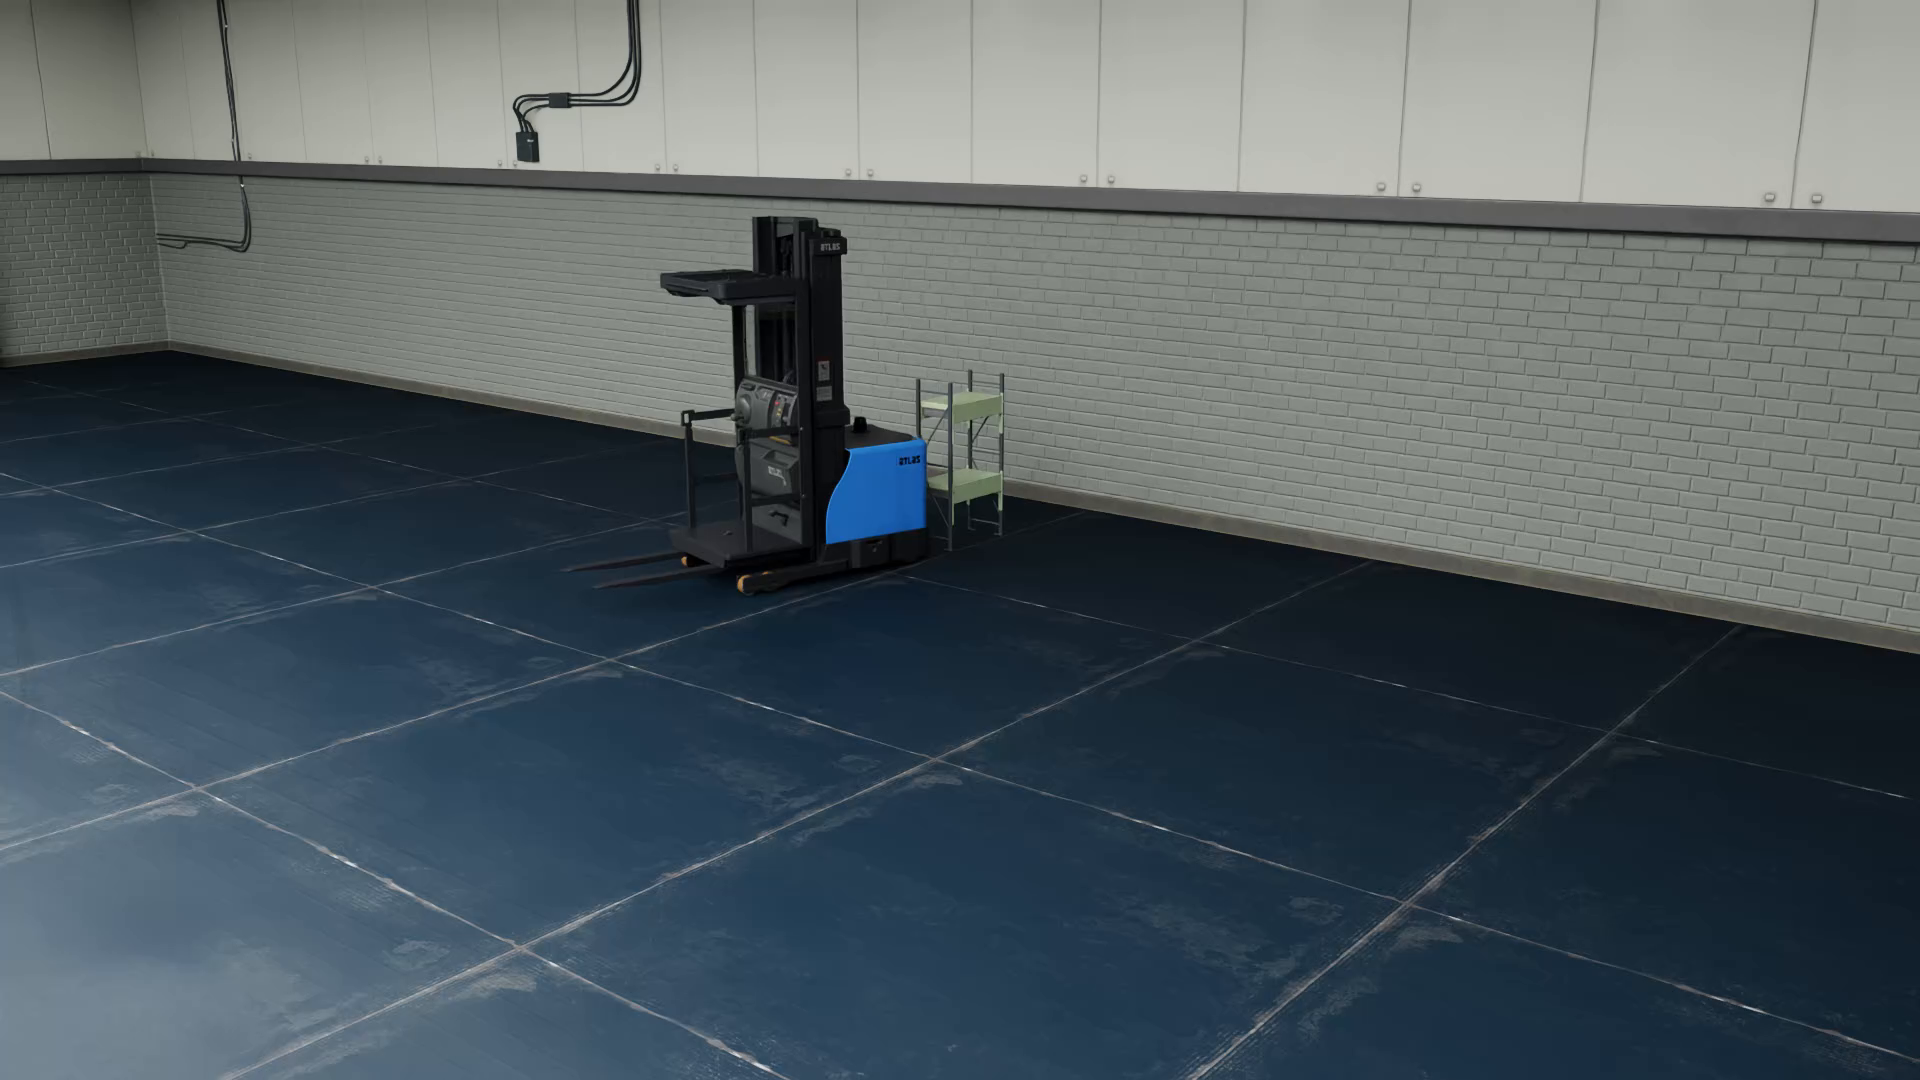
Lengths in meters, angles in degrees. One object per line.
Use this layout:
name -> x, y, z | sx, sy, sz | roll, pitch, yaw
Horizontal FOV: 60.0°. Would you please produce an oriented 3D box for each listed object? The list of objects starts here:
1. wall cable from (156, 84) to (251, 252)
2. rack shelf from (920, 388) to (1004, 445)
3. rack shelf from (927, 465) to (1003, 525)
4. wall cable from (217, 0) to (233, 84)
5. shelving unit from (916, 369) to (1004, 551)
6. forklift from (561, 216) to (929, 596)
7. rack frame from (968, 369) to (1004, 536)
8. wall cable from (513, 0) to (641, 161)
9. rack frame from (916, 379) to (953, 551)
wall cable -> -11.968, -5.777, 25.894 | 3.097, 2.526, 0.112 | 11, 18, 38
rack shelf -> 0.004, -1.106, 14.847 | 0.431, 0.370, 0.720 | 11, 18, 38
rack shelf -> 0.004, -0.412, 15.024 | 0.431, 0.370, 0.720 | 11, 18, 38
wall cable -> -9.864, -7.806, 23.624 | 3.097, 2.526, 0.112 | 11, 18, 38
shelving unit -> 0.004, -0.728, 14.943 | 0.431, 1.500, 0.755 | 11, 18, 38
forklift -> -1.765, -1.121, 13.581 | 3.031, 2.935, 1.130 | -10, 17, -34
rack frame -> 0.234, -0.798, 15.219 | 0.400, 1.500, 0.023 | 11, 18, 38
wall cable -> -4.594, -7.458, 19.298 | 2.305, 6.003, 0.169 | 11, 18, 38
rack frame -> -0.226, -0.658, 14.667 | 0.400, 1.500, 0.023 | 11, 18, 38
